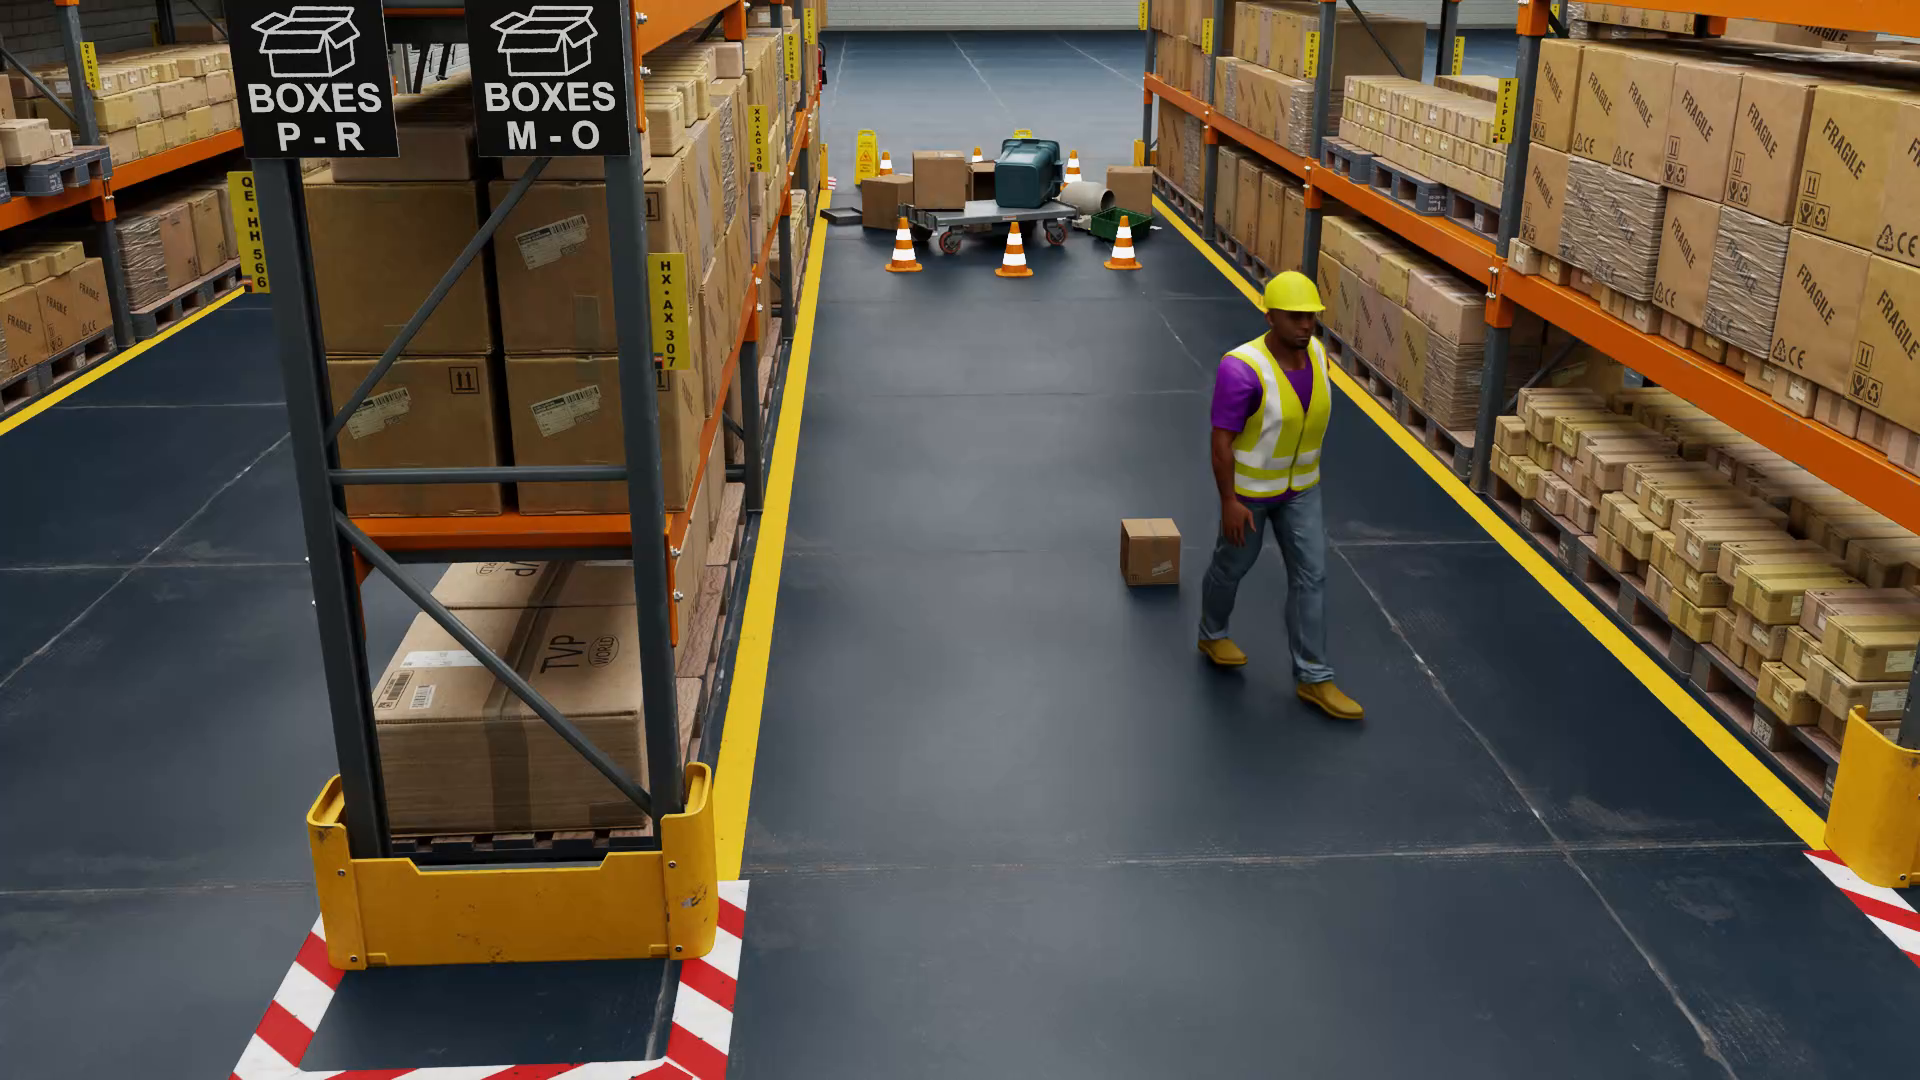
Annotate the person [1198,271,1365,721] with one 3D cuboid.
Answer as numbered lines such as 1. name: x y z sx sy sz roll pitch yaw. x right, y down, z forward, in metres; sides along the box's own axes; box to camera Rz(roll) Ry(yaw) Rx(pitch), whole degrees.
1. person: 1.241 -0.207 6.594 0.600 1.734 0.879 -9 22 -22
